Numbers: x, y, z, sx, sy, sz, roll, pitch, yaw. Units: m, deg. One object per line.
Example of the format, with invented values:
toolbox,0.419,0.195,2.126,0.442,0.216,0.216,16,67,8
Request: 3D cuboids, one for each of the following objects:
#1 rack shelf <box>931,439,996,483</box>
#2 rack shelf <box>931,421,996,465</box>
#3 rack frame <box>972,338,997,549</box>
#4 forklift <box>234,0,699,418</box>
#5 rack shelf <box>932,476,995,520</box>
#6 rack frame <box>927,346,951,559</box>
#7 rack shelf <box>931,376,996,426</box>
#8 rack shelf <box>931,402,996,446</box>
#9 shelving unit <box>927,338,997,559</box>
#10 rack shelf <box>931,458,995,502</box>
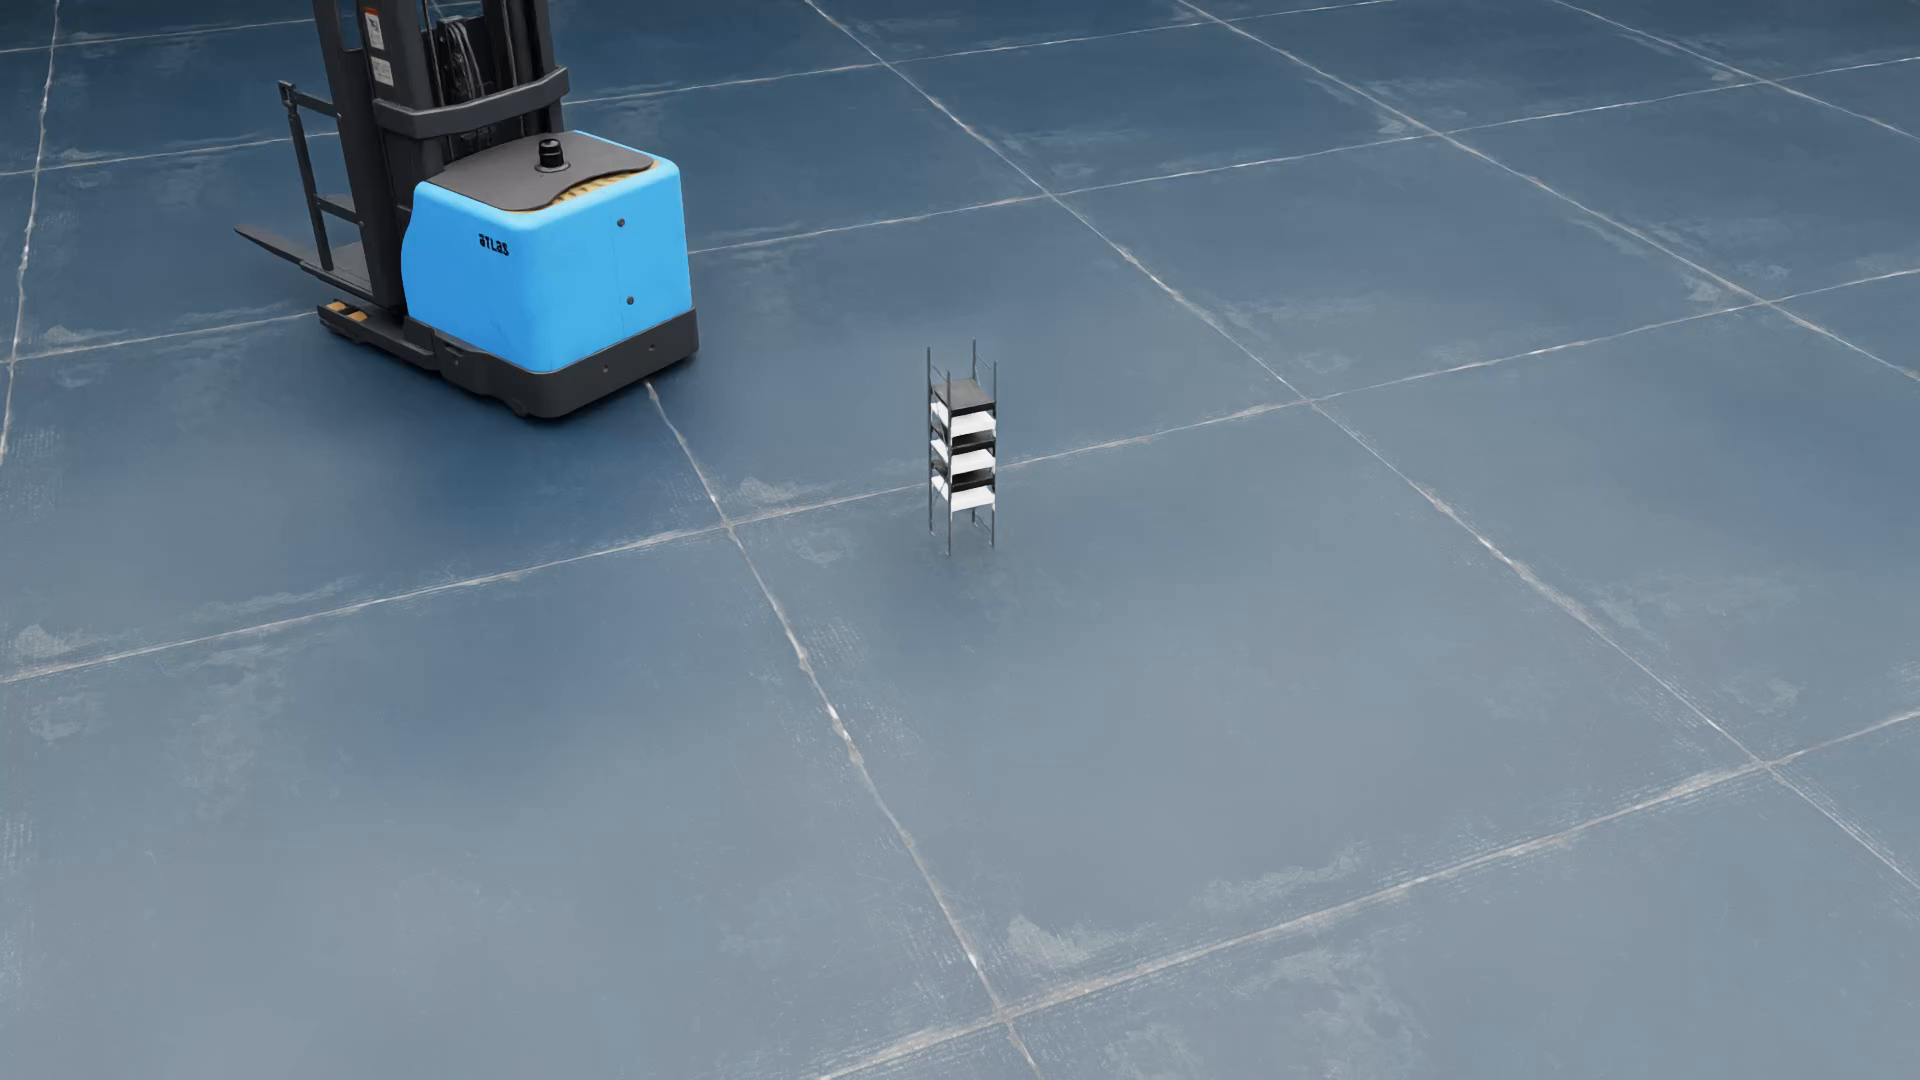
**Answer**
rack shelf,0.007,-0.351,7.025,0.200,0.077,0.258,-13,35,-19
rack shelf,0.007,-0.426,6.976,0.200,0.077,0.258,-13,35,-19
rack frame,0.101,-0.400,7.040,0.006,0.900,0.240,-13,35,-19
forklift,-2.821,-2.475,8.366,3.031,2.935,1.130,24,40,32
rack shelf,0.007,-0.200,7.124,0.200,0.077,0.258,-13,35,-19
rack frame,-0.086,-0.357,6.974,0.006,0.900,0.240,-13,35,-19
rack shelf,0.008,-0.577,6.878,0.200,0.077,0.258,-13,35,-19
rack shelf,0.007,-0.502,6.927,0.200,0.077,0.258,-13,35,-19
shelving unit,0.007,-0.379,7.007,0.210,0.900,0.258,-13,35,-19
rack shelf,0.007,-0.276,7.074,0.200,0.077,0.258,-13,35,-19
